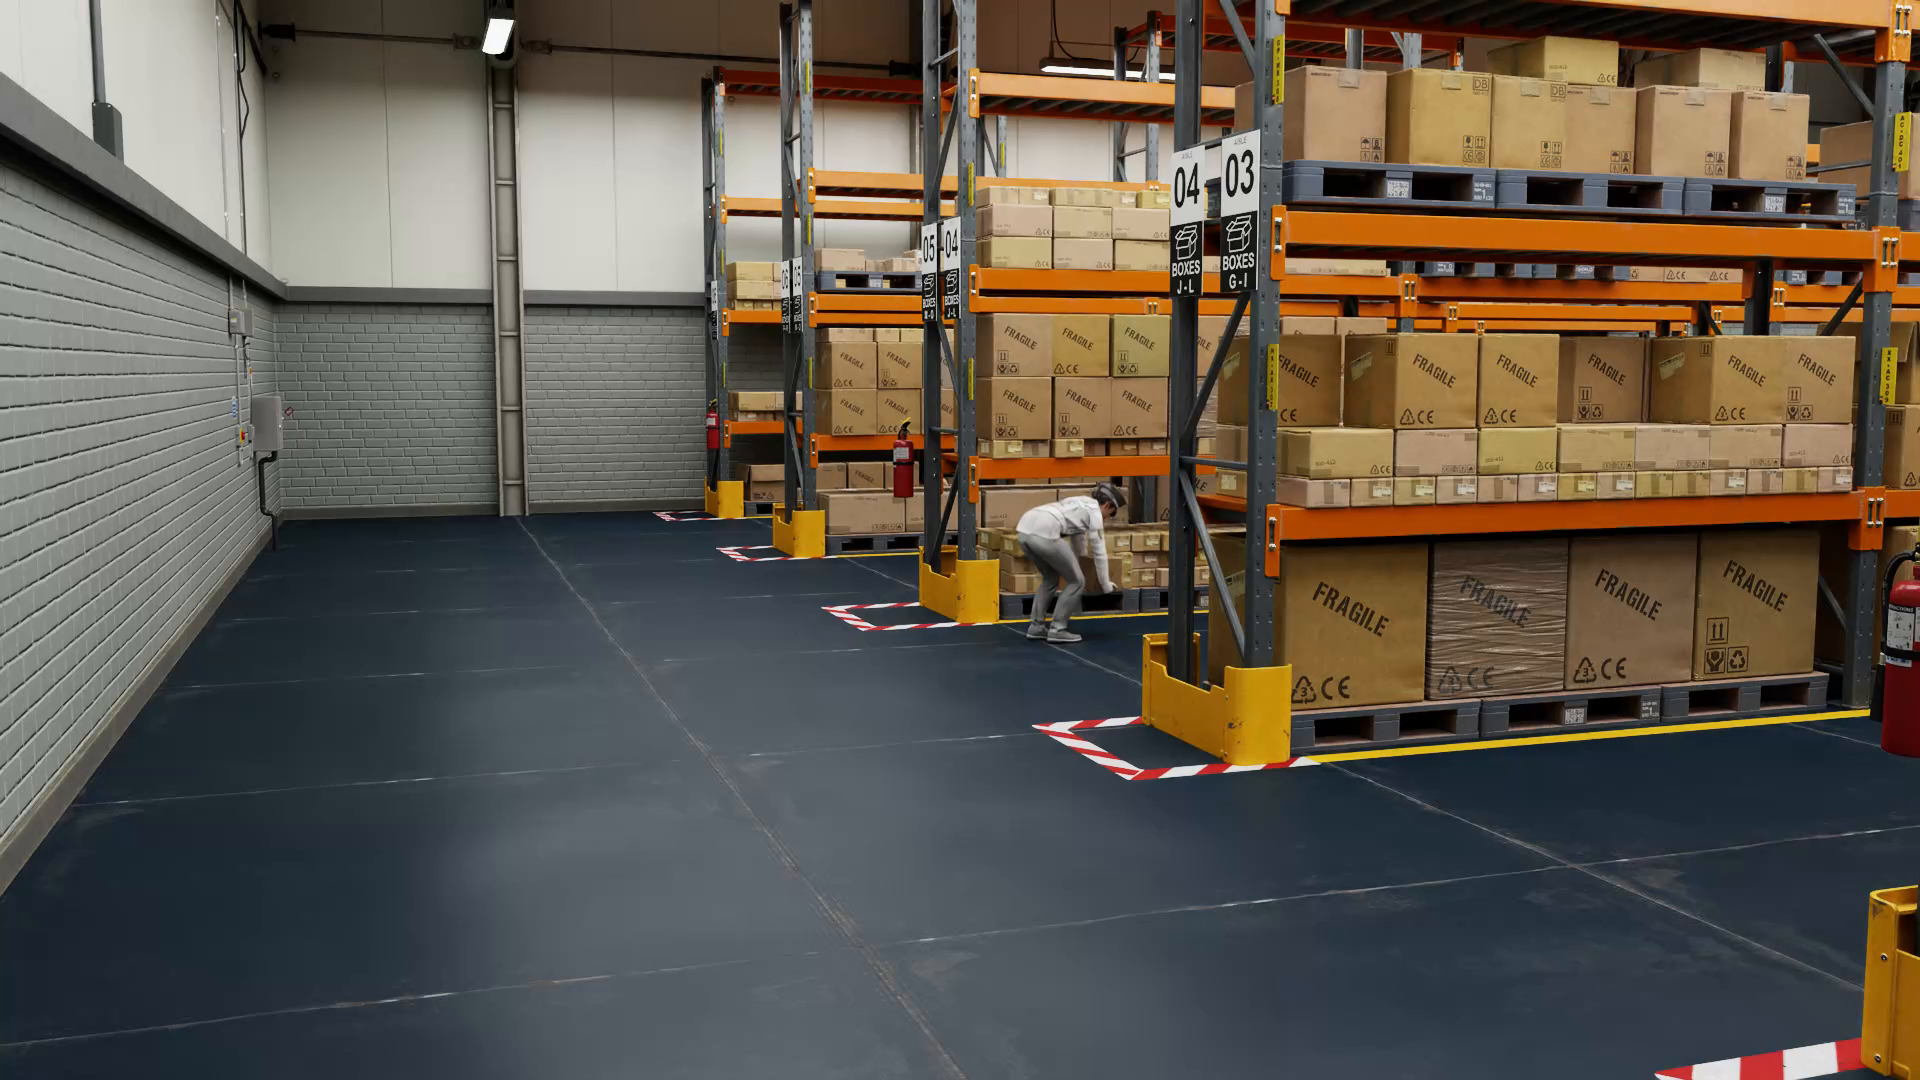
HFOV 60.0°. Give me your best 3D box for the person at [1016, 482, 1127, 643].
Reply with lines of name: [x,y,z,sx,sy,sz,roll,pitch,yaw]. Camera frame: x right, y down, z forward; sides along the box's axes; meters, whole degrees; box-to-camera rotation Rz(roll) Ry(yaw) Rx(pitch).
person: [0.846,0.162,12.417,0.911,1.172,0.430,-3,7,-30]
